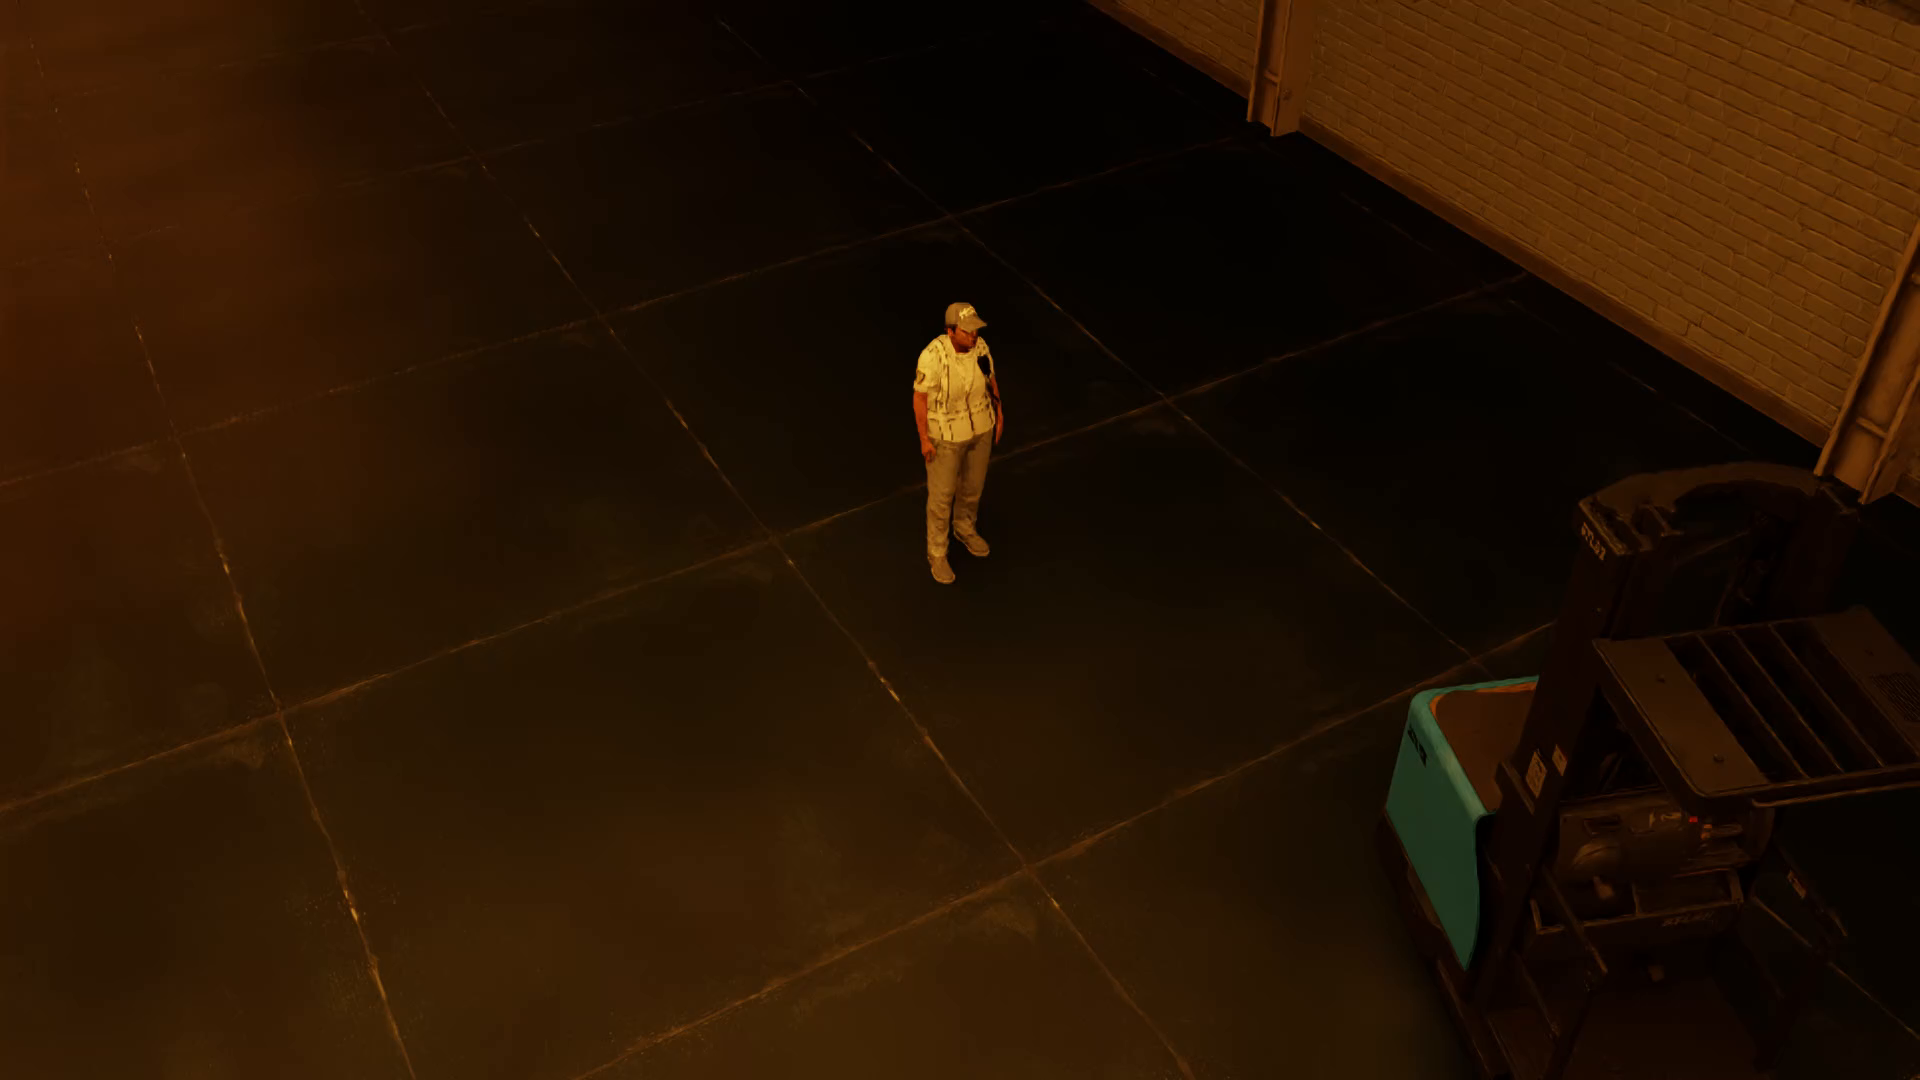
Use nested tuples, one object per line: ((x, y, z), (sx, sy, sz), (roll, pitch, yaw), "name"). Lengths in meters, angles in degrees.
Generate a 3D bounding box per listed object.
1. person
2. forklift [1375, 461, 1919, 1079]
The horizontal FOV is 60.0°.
((0.019, -0.597, 9.736), (0.598, 1.669, 0.529), (-20, 44, -23), "person")
((2.861, 1.280, 6.493), (1.130, 2.935, 3.031), (-7, 40, -8), "forklift")
